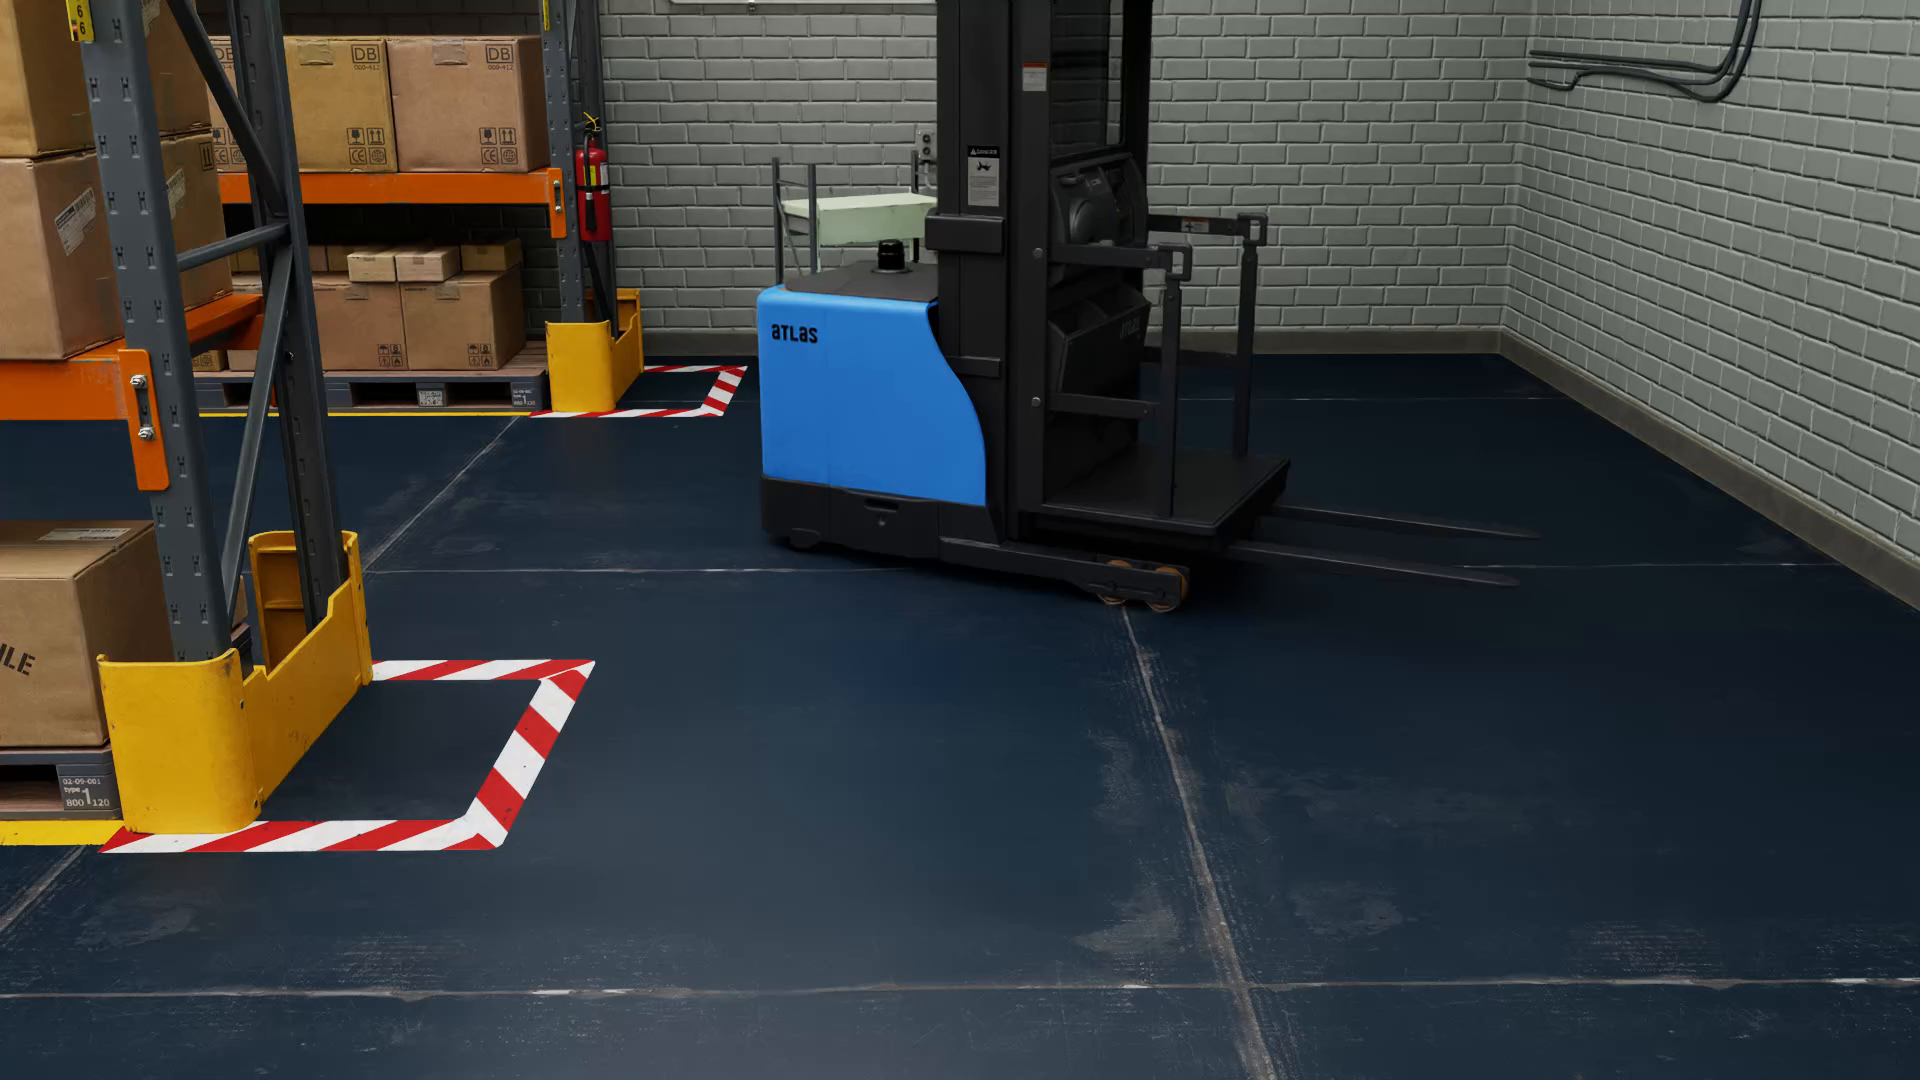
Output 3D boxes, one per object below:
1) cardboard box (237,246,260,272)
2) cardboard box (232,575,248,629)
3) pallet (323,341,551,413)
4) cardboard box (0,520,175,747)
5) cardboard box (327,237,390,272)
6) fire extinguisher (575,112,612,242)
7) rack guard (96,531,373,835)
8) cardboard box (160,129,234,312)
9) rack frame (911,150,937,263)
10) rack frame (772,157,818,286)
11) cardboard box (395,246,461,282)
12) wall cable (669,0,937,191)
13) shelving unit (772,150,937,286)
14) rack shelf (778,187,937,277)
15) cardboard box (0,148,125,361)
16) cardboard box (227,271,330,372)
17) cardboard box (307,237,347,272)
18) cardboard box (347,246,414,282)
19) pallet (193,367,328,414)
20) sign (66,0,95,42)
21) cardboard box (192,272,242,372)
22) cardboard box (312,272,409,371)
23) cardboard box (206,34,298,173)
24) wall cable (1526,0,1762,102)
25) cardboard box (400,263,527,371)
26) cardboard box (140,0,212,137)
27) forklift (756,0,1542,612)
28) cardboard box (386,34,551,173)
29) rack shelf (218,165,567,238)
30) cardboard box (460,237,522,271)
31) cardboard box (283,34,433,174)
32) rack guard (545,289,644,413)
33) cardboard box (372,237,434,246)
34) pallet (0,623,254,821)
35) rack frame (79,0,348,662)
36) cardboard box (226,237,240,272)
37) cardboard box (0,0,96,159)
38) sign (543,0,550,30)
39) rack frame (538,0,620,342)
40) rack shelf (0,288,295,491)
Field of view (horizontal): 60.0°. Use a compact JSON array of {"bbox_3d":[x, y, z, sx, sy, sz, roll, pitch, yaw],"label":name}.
[{"bbox_3d":[-3.990,-1.656,9.643,0.250,0.149,0.380,0,18,0],"label":"cardboard box"},{"bbox_3d":[-2.488,0.241,5.331,0.250,0.149,0.380,0,18,-1],"label":"cardboard box"},{"bbox_3d":[-2.944,-0.961,9.698,1.213,0.211,1.003,0,18,-1],"label":"pallet"},{"bbox_3d":[-2.604,0.255,4.714,0.500,0.500,0.500,0,18,-1],"label":"cardboard box"},{"bbox_3d":[-3.479,-1.659,9.652,0.250,0.149,0.380,0,18,0],"label":"cardboard box"},{"bbox_3d":[-1.988,-1.962,8.990,0.183,0.674,0.296,0,18,-1],"label":"fire extinguisher"},{"bbox_3d":[-2.140,0.387,5.023,0.348,0.500,1.175,0,18,-1],"label":"rack guard"},{"bbox_3d":[-2.512,-0.930,4.871,0.500,0.500,0.500,0,18,0],"label":"cardboard box"},{"bbox_3d":[-0.121,-1.098,8.017,0.023,1.500,0.400,-11,21,-30],"label":"rack frame"},{"bbox_3d":[-0.744,-0.981,7.651,0.023,1.500,0.400,-11,21,-30],"label":"rack frame"},{"bbox_3d":[-2.970,-1.545,9.296,0.250,0.149,0.380,0,18,-2],"label":"cardboard box"},{"bbox_3d":[-0.881,-3.095,10.123,1.851,1.984,0.084,0,18,-1],"label":"wall cable"},{"bbox_3d":[-0.433,-1.040,7.834,0.755,1.500,0.431,-11,21,-30],"label":"shelving unit"},{"bbox_3d":[-0.433,-1.411,7.714,0.720,0.370,0.431,-11,21,-30],"label":"rack shelf"},{"bbox_3d":[-2.508,-0.766,4.361,0.500,0.500,0.500,0,18,1],"label":"cardboard box"},{"bbox_3d":[-3.848,-1.287,9.555,0.500,0.500,0.700,-1,18,-3],"label":"cardboard box"},{"bbox_3d":[-3.734,-1.658,9.647,0.250,0.149,0.380,0,18,0],"label":"cardboard box"},{"bbox_3d":[-3.226,-1.543,9.291,0.250,0.149,0.380,0,18,1],"label":"cardboard box"},{"bbox_3d":[-4.161,-0.956,9.682,1.213,0.211,1.003,0,18,-1],"label":"pallet"},{"bbox_3d":[-2.075,-1.336,3.888,0.005,0.325,0.100,0,18,-1],"label":"sign"},{"bbox_3d":[-4.381,-1.282,9.540,0.500,0.500,0.700,0,18,0],"label":"cardboard box"},{"bbox_3d":[-3.345,-1.290,9.563,0.500,0.500,0.700,0,18,-1],"label":"cardboard box"},{"bbox_3d":[-4.146,-2.446,9.271,0.700,0.700,0.980,-1,18,-4],"label":"cardboard box"},{"bbox_3d":[3.515,-3.613,8.661,0.112,2.526,3.097,0,18,-1],"label":"wall cable"},{"bbox_3d":[-2.844,-1.292,9.570,0.500,0.500,0.700,0,18,-1],"label":"cardboard box"},{"bbox_3d":[-2.512,-1.406,4.718,0.500,0.500,0.500,0,18,1],"label":"cardboard box"},{"bbox_3d":[0.724,-1.311,6.337,3.031,2.935,1.130,8,20,24],"label":"forklift"},{"bbox_3d":[-2.656,-2.454,9.295,0.700,0.700,0.980,1,18,2],"label":"cardboard box"},{"bbox_3d":[-4.146,-1.964,9.438,4.000,0.370,1.077,0,18,-1],"label":"rack shelf"},{"bbox_3d":[-2.723,-1.663,9.664,0.250,0.149,0.380,0,18,0],"label":"cardboard box"},{"bbox_3d":[-3.383,-2.447,9.274,0.700,0.700,0.980,0,18,-1],"label":"cardboard box"},{"bbox_3d":[-2.122,-1.126,9.741,0.348,0.500,1.175,0,18,-1],"label":"rack guard"},{"bbox_3d":[-3.229,-1.660,9.655,0.250,0.149,0.380,0,18,-1],"label":"cardboard box"},{"bbox_3d":[-2.937,0.529,5.054,1.213,0.211,1.003,0,18,-1],"label":"pallet"},{"bbox_3d":[-2.064,-0.804,4.642,0.127,3.000,1.000,0,18,-1],"label":"rack frame"},{"bbox_3d":[-4.243,-1.655,9.639,0.250,0.149,0.380,-1,18,-2],"label":"cardboard box"},{"bbox_3d":[-2.505,-1.241,4.206,0.500,0.500,0.500,0,18,-1],"label":"cardboard box"},{"bbox_3d":[-2.151,-2.815,8.629,0.005,0.325,0.100,0,18,-1],"label":"sign"},{"bbox_3d":[-2.146,-2.317,9.358,0.127,3.000,1.000,0,18,-1],"label":"rack frame"},{"bbox_3d":[-4.064,-0.451,4.722,4.000,0.370,1.077,0,18,-1],"label":"rack shelf"}]
